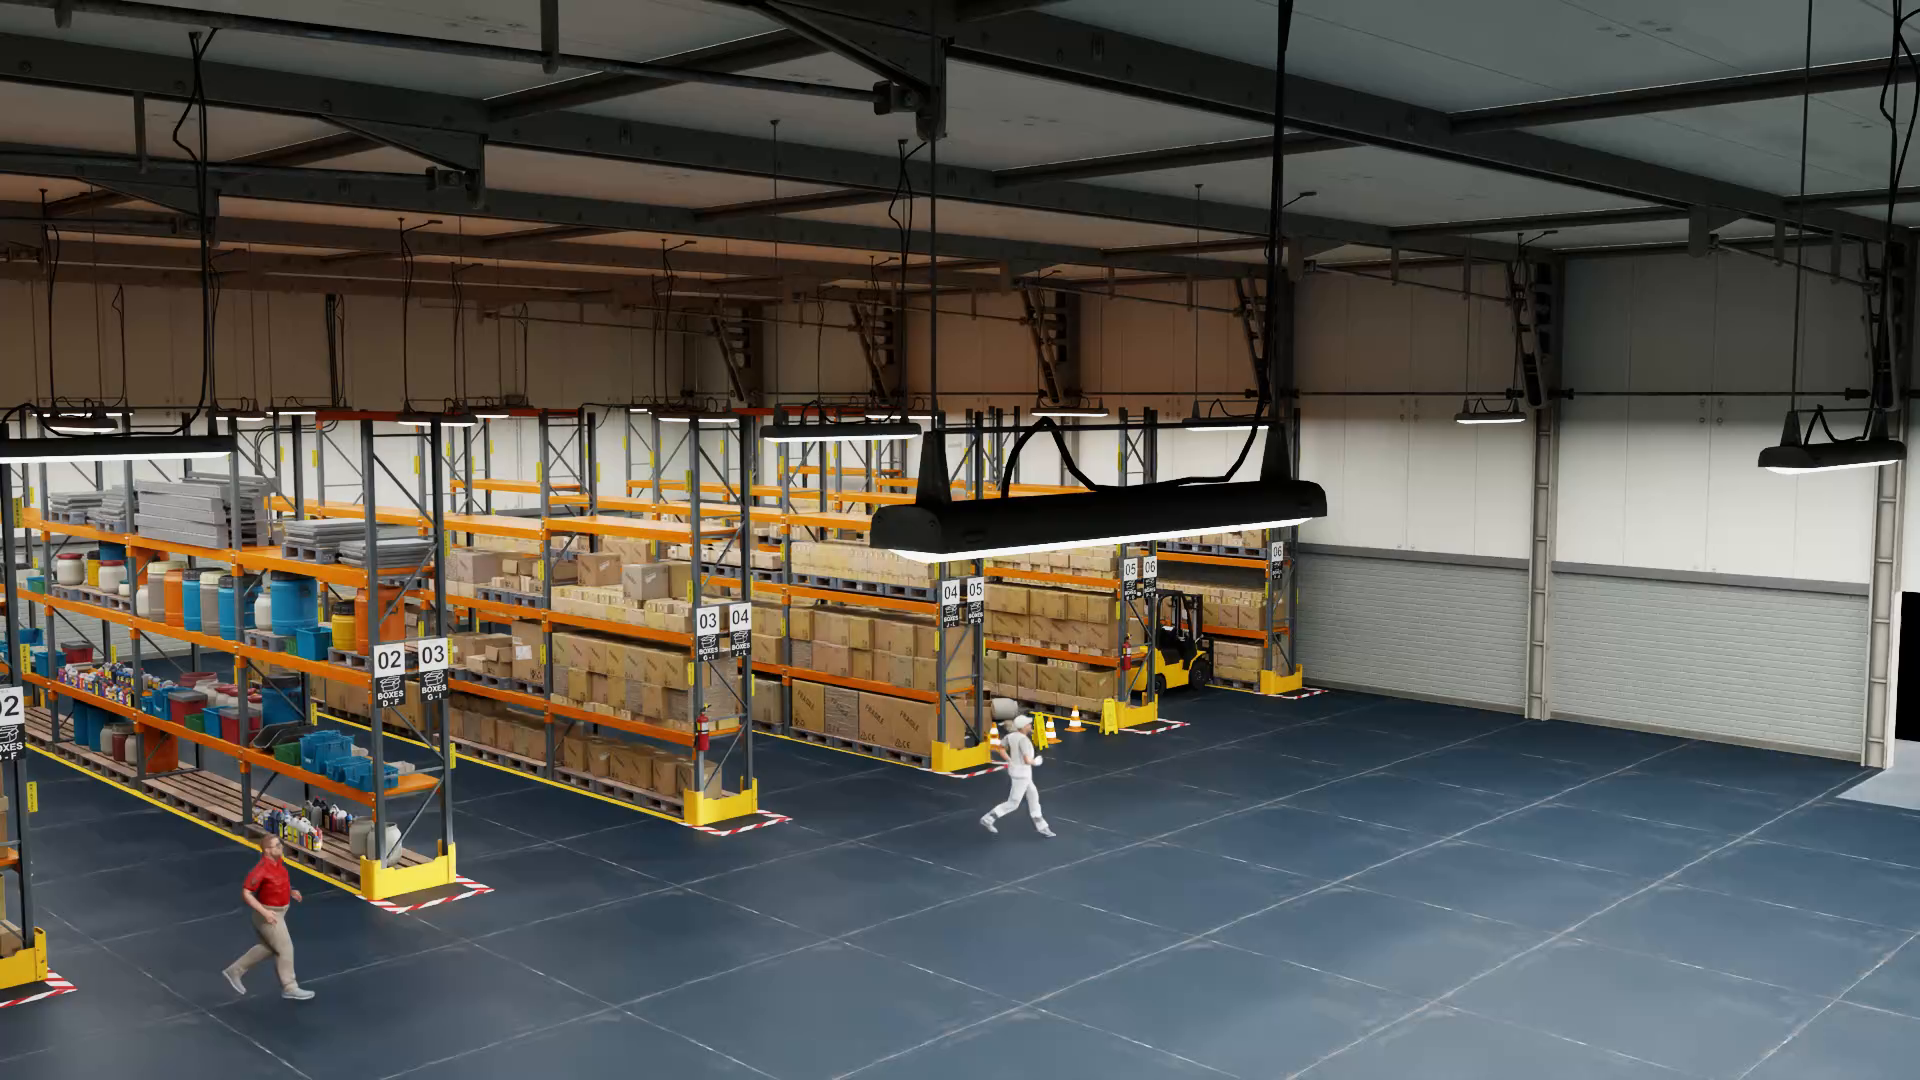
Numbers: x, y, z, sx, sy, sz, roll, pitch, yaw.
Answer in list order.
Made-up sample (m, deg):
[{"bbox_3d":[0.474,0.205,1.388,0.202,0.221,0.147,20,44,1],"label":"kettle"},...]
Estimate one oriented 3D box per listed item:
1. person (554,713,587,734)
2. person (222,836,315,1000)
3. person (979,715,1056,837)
[{"bbox_3d":[-7.281,2.712,30.962,0.910,1.813,0.713,4,7,41],"label":"person"},{"bbox_3d":[-7.193,3.915,17.282,0.903,1.725,0.668,-1,5,-10],"label":"person"},{"bbox_3d":[0.828,3.367,23.454,1.144,1.801,0.621,-1,5,-10],"label":"person"}]
